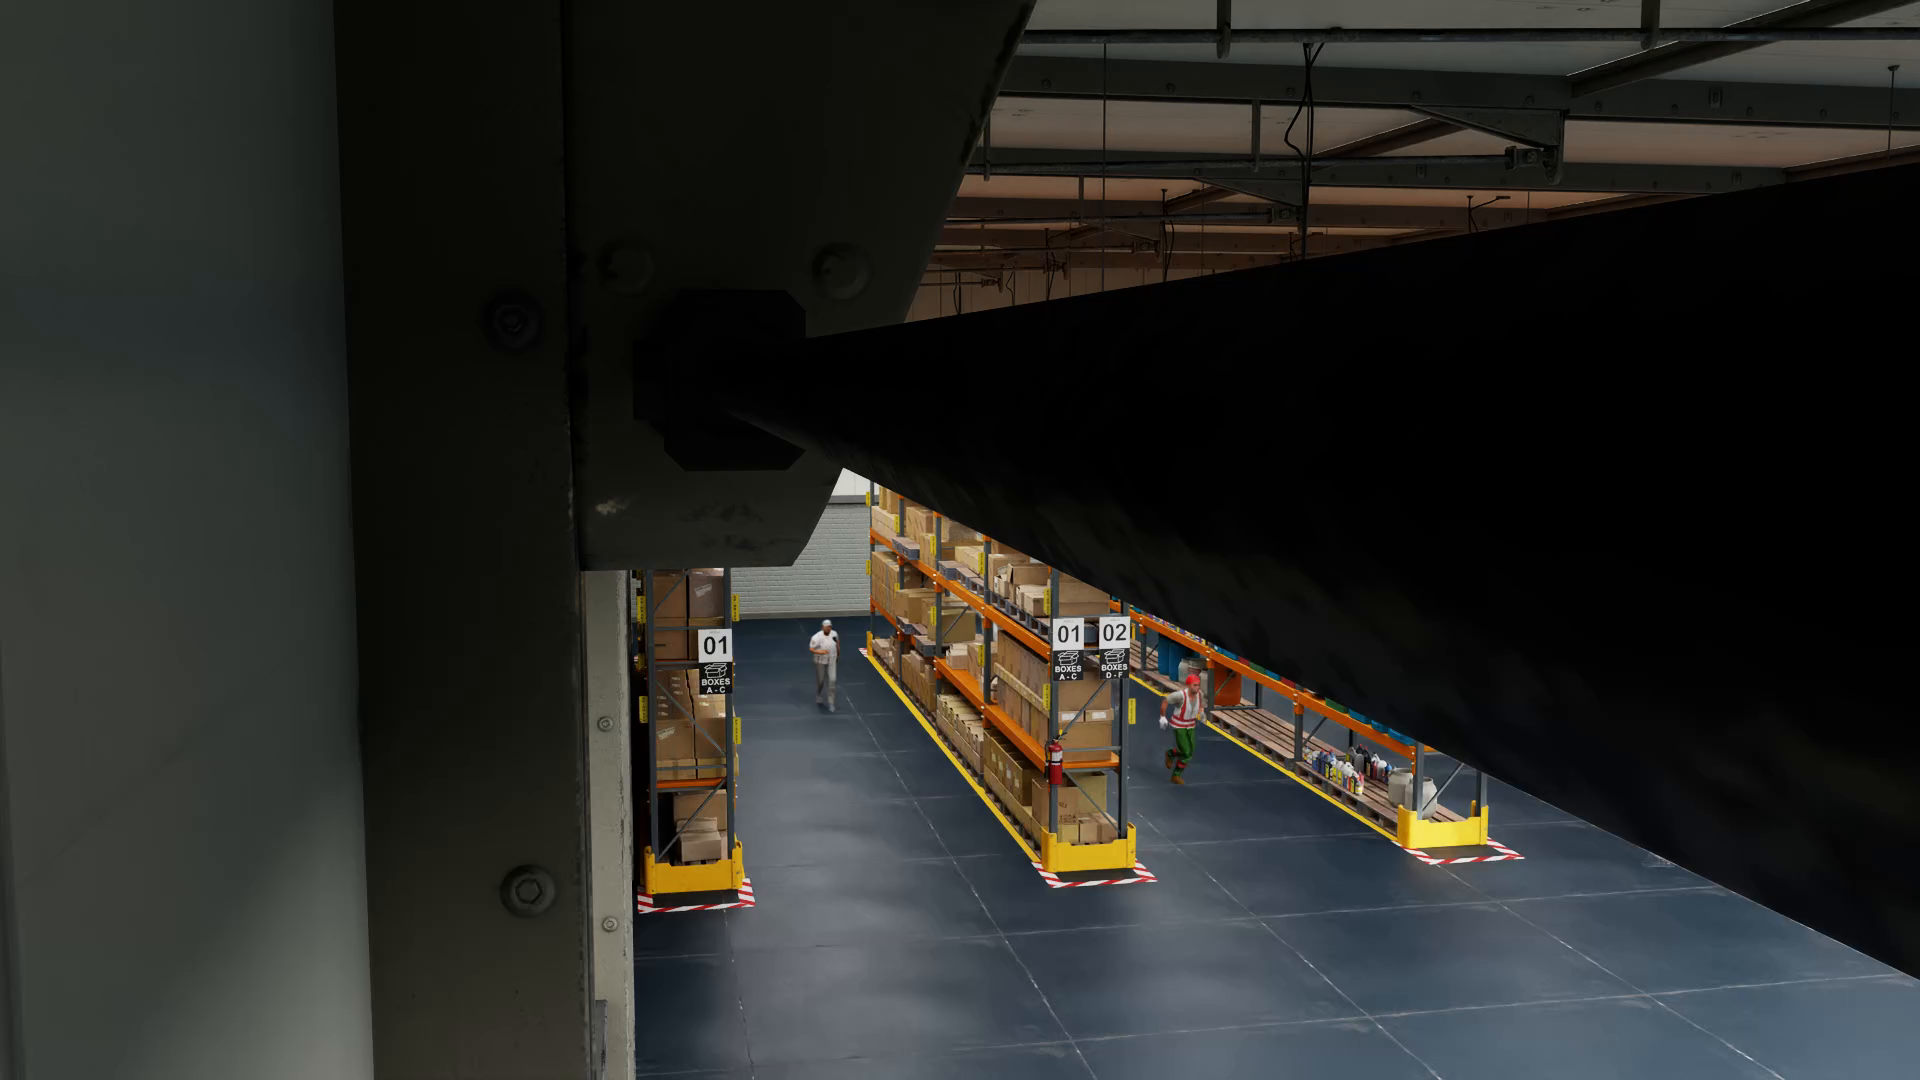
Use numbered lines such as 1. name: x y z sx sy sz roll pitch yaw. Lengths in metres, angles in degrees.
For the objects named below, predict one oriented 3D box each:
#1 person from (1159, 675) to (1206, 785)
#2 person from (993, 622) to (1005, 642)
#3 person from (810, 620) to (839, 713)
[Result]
1. person: 3.409 2.863 25.224 0.652 1.707 0.744 -4 7 -34
2. person: 0.790 1.855 34.646 0.709 1.777 1.169 -2 6 -19
3. person: -2.506 2.302 30.810 0.627 1.703 0.936 -2 6 -22
